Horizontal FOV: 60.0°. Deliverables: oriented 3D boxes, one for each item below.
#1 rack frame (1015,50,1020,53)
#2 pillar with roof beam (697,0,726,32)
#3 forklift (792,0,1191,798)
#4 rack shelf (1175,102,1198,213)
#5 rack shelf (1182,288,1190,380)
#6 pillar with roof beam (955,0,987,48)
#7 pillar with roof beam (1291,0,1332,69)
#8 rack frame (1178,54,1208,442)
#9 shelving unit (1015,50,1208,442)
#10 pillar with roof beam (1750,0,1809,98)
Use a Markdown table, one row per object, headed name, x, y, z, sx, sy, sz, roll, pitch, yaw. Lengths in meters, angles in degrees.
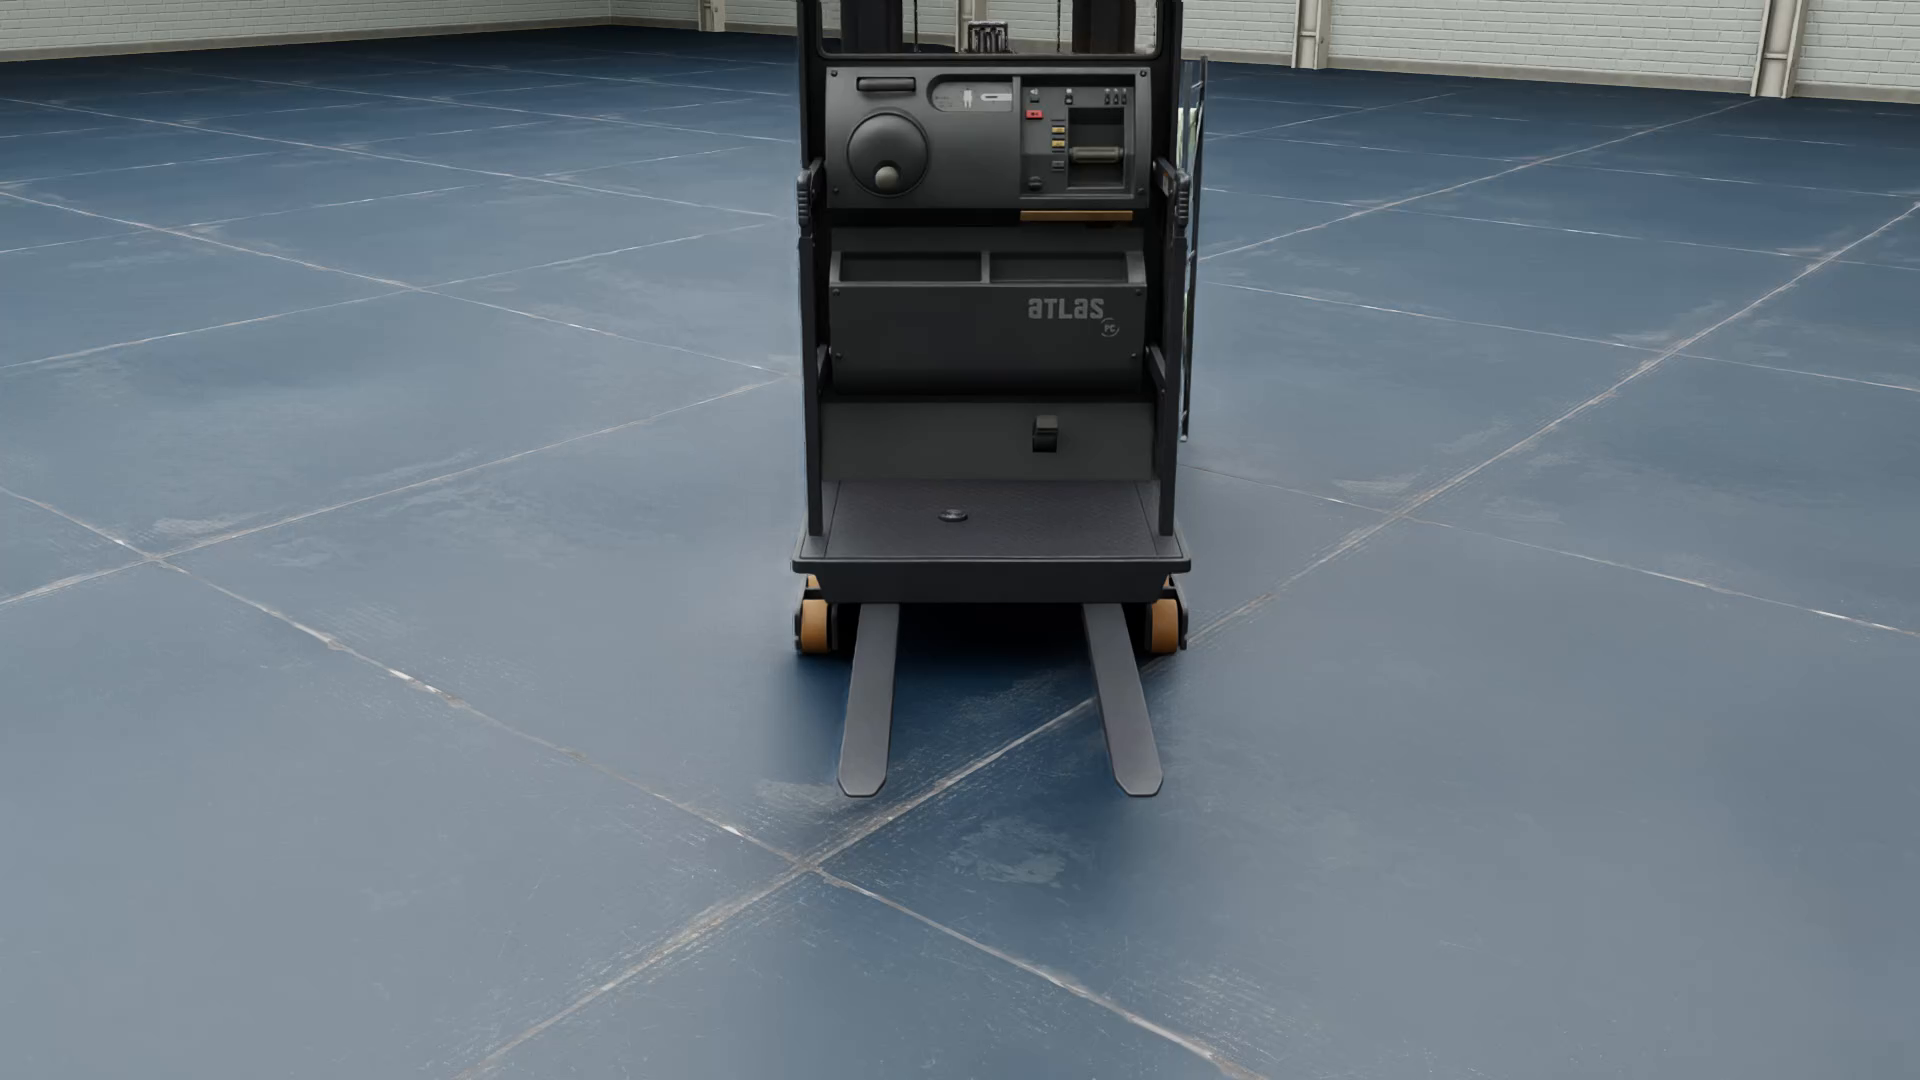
| name | x | y | z | sx | sy | sz | roll | pitch | yaw |
| --- | --- | --- | --- | --- | --- | --- | --- | --- | --- |
| rack frame | 0.166 | -1.137 | 6.554 | 0.023 | 1.500 | 0.400 | 6 | 21 | 16 |
| pillar with roof beam | -7.197 | -12.231 | 25.350 | 0.400 | 9.000 | 9.100 | 16 | 26 | 36 |
| forklift | 0.085 | -1.148 | 4.559 | 1.130 | 2.935 | 3.031 | 0 | 21 | 0 |
| rack shelf | 0.517 | -1.466 | 6.321 | 0.720 | 0.370 | 0.431 | 6 | 21 | 16 |
| rack shelf | 0.516 | -0.795 | 6.570 | 0.720 | 0.370 | 0.431 | 6 | 21 | 16 |
| pillar with roof beam | -2.549 | -10.893 | 21.800 | 0.400 | 9.000 | 9.100 | 16 | 26 | 36 |
| pillar with roof beam | 2.100 | -9.554 | 18.250 | 0.400 | 9.000 | 9.100 | 16 | 26 | 36 |
| rack frame | 0.867 | -1.063 | 6.358 | 0.023 | 1.500 | 0.400 | 6 | 21 | 16 |
| shelving unit | 0.516 | -1.100 | 6.456 | 0.755 | 1.500 | 0.431 | 6 | 21 | 16 |
| pillar with roof beam | 6.748 | -8.215 | 14.700 | 0.400 | 9.000 | 9.100 | 16 | 26 | 36 |
